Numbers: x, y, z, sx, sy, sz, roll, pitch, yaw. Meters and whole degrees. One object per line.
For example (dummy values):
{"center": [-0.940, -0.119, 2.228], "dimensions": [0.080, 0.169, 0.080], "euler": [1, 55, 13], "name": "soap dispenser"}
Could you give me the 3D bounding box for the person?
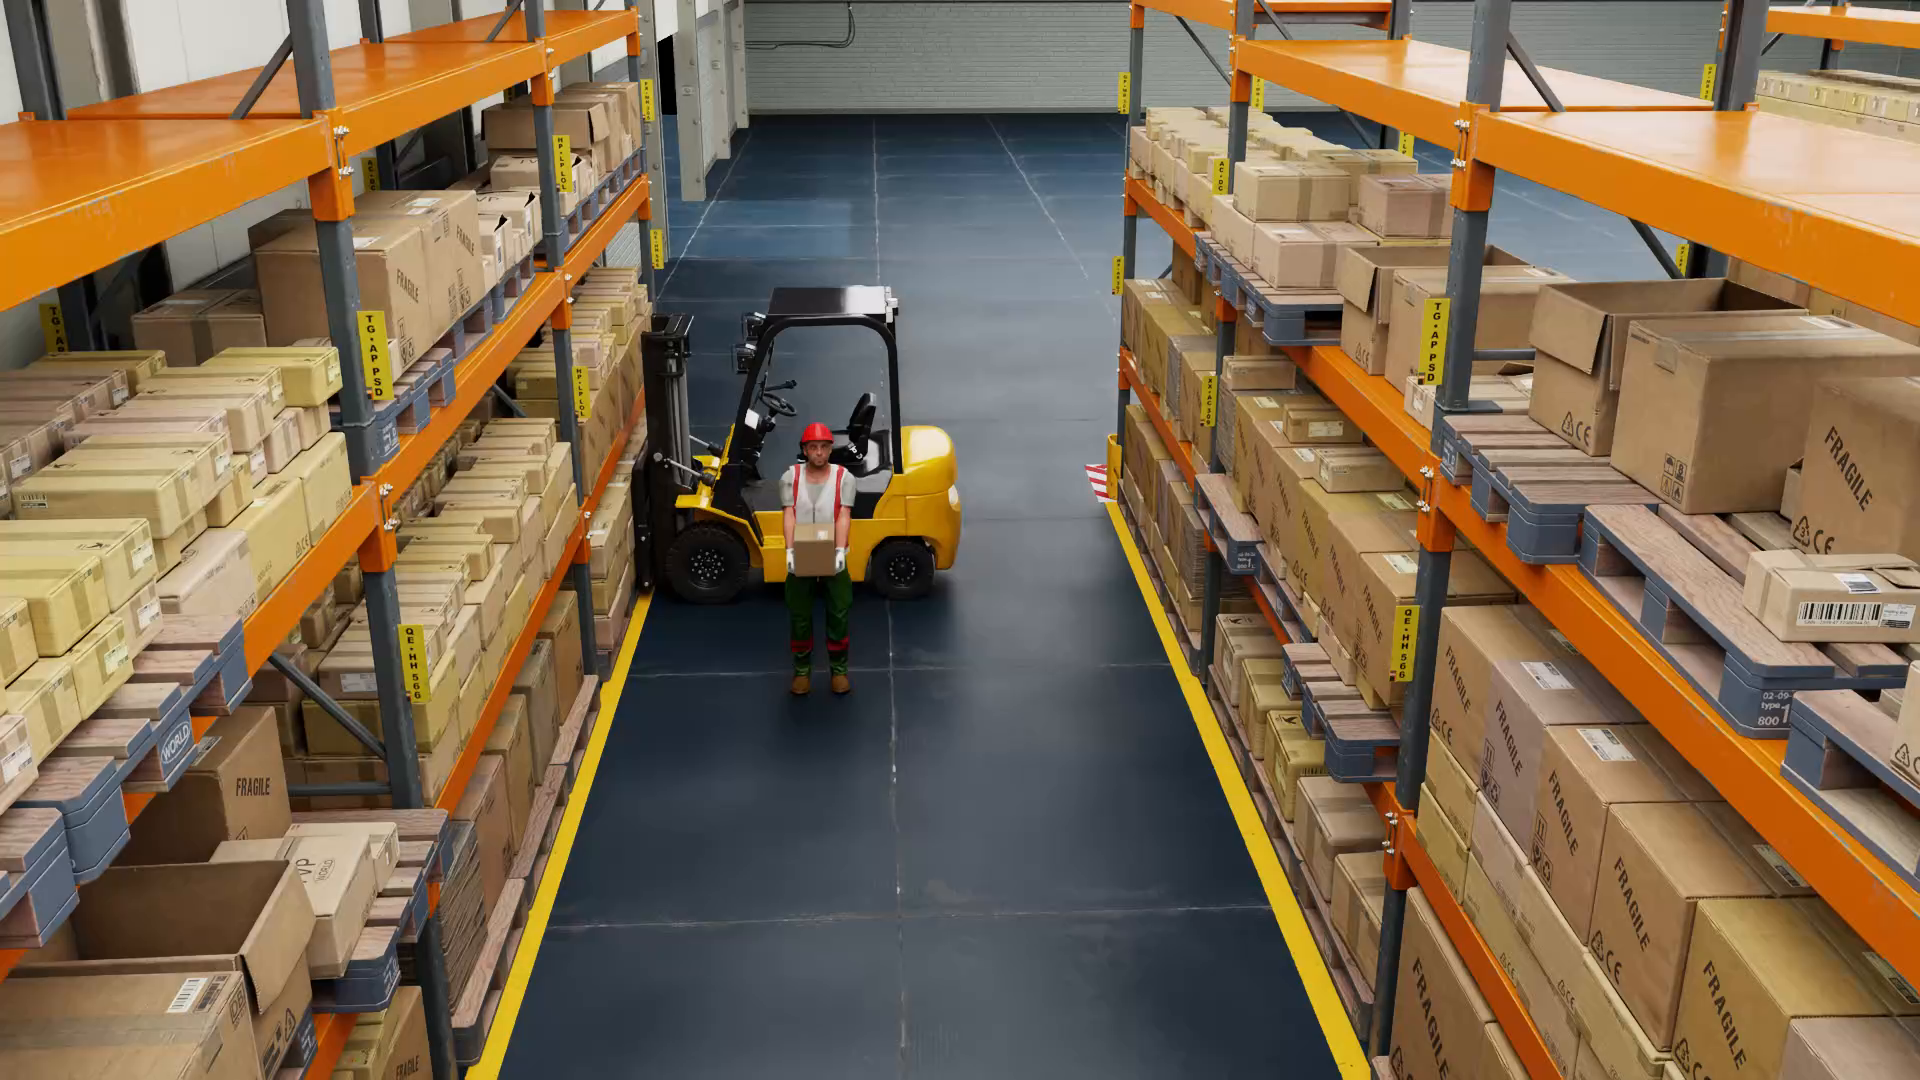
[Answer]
{"center": [-0.902, 0.155, 10.629], "dimensions": [0.493, 1.782, 0.564], "euler": [-1, 20, -3], "name": "person"}
